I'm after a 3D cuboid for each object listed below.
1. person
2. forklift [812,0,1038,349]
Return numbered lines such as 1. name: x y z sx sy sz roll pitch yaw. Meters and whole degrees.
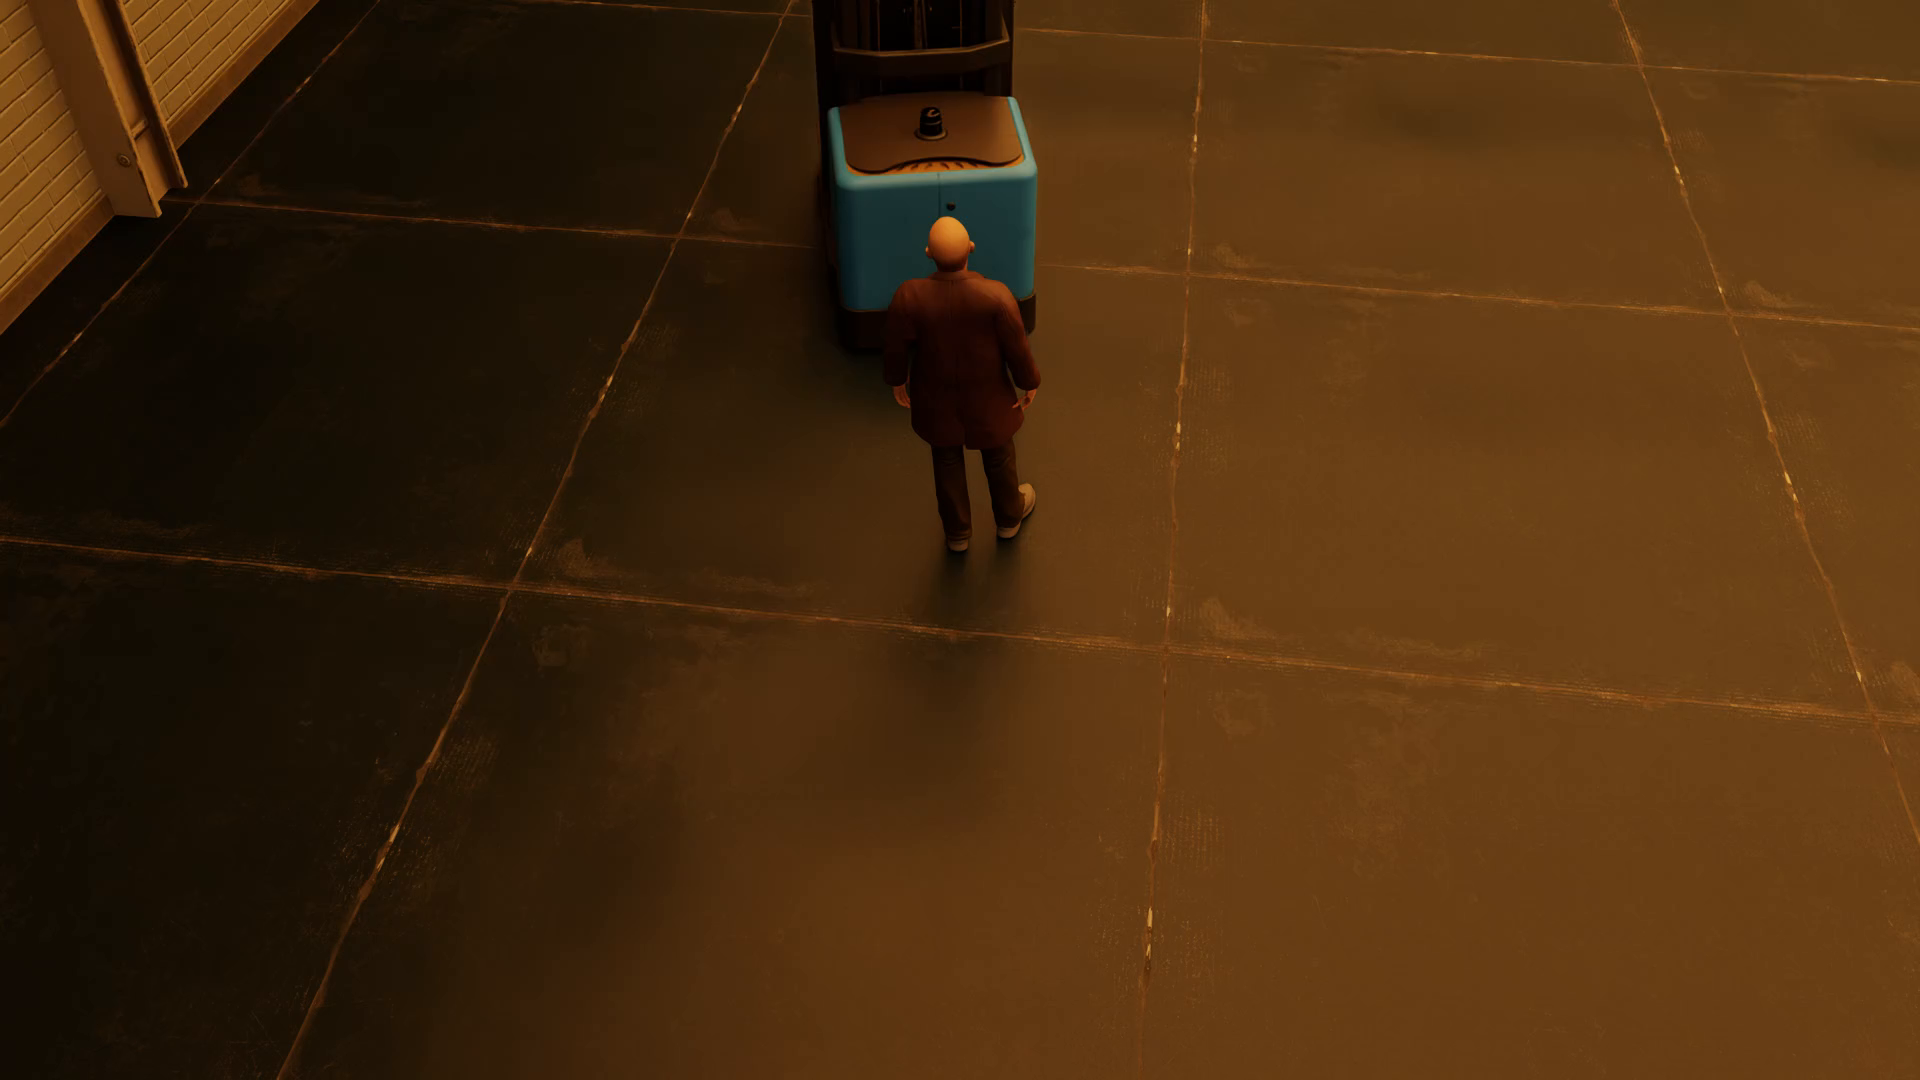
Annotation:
1. person: 0.016 -0.722 7.351 0.698 1.778 0.579 5 43 6
2. forklift: -0.283 -3.102 9.101 1.130 2.935 3.031 -5 43 -5
